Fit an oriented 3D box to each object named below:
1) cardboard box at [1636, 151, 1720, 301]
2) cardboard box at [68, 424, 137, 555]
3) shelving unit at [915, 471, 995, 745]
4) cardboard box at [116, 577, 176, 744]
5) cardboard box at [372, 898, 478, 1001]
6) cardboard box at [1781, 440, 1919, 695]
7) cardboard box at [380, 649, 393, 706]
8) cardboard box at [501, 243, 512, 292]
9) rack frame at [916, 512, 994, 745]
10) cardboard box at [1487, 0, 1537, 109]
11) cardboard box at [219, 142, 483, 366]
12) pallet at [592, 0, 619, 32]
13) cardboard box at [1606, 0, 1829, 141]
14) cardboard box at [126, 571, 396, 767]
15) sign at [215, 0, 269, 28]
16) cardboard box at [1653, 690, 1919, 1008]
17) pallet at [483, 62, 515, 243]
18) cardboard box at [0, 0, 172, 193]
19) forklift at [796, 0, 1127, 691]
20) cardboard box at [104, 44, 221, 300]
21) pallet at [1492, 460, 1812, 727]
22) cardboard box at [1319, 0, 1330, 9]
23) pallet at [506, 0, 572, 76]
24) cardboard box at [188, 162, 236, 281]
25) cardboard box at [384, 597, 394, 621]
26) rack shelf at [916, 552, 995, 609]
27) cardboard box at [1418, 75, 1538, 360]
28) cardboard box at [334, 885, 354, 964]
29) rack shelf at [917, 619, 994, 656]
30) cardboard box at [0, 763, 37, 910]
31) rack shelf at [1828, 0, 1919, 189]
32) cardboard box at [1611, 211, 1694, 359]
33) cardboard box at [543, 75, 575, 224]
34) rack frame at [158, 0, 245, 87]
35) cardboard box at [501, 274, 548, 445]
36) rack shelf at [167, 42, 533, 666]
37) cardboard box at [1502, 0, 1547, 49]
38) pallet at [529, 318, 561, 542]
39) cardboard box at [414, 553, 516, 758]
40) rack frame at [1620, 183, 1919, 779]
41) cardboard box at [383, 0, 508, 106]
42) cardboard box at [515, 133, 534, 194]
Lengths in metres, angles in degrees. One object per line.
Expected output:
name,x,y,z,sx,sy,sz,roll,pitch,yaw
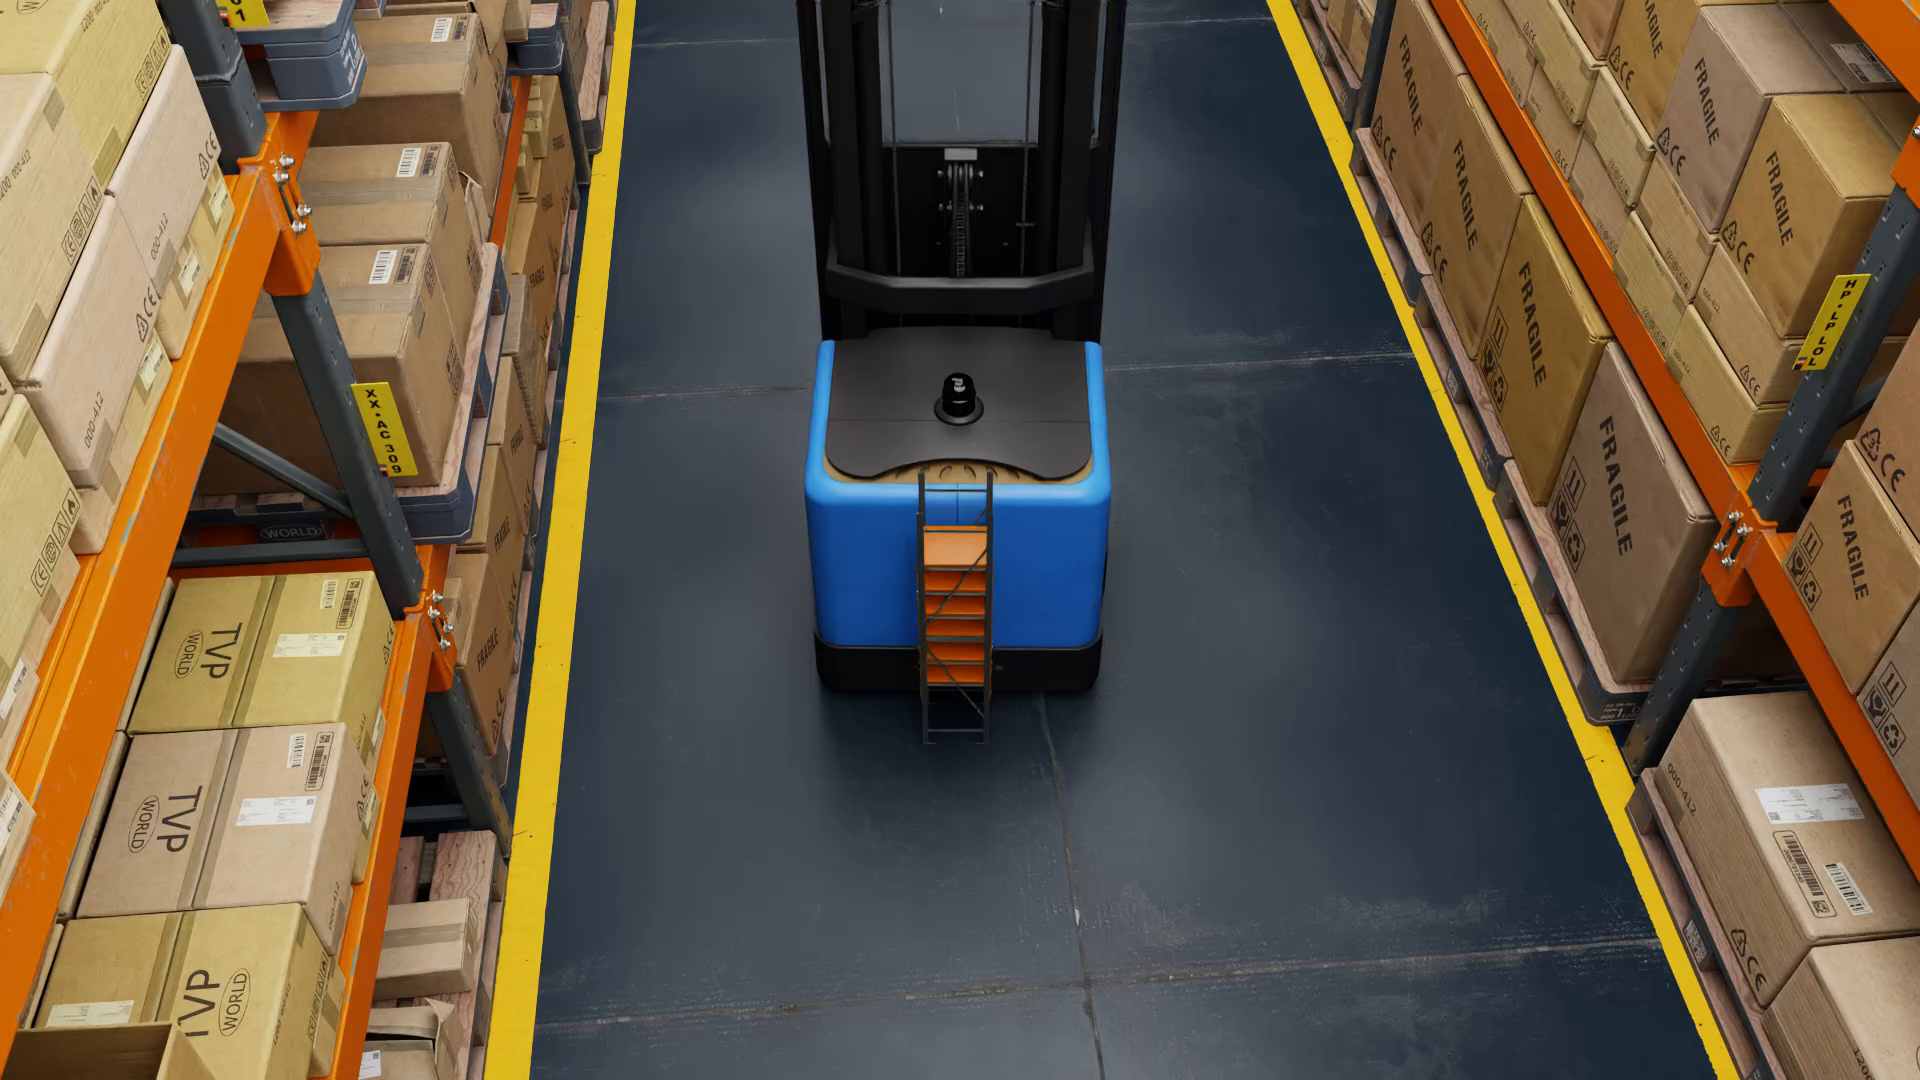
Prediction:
cardboard box,2.568,-1.040,5.428,0.500,0.250,0.500,-2,47,-2
cardboard box,-1.678,-0.103,2.888,0.380,0.149,0.250,-4,47,-3
shelving unit,-0.015,0.263,5.675,0.258,1.200,0.189,0,47,0
cardboard box,-2.277,0.374,4.228,0.500,0.250,0.500,-4,47,-4
cardboard box,-1.711,1.271,5.154,0.380,0.149,0.250,-5,47,-4
cardboard box,2.674,0.067,4.552,0.500,0.500,0.500,-2,47,-2
cardboard box,-1.771,0.352,4.524,0.380,0.149,0.250,-3,47,-3
cardboard box,-2.008,-1.049,6.663,0.380,0.149,0.250,-6,47,-5
rack frame,-0.015,0.329,5.612,0.240,1.200,0.006,0,47,0
cardboard box,2.450,-1.977,6.660,0.500,0.250,0.500,-2,47,-2
cardboard box,-1.911,-0.867,5.147,0.700,0.500,0.500,-3,47,-3
pallet,-2.514,-3.364,9.790,1.003,0.211,1.213,-3,47,-3
cardboard box,2.535,-1.682,5.520,0.500,0.500,0.500,-2,47,-2
cardboard box,-1.764,0.353,4.248,0.500,0.250,0.500,-2,47,-2
sign,-1.510,-1.198,3.396,0.100,0.325,0.005,-3,47,-3
cardboard box,2.842,0.943,5.266,0.875,0.438,0.875,-4,47,-4
pallet,-2.217,-1.371,6.115,1.003,0.211,1.213,-3,47,-3
cardboard box,-1.768,-0.853,2.980,0.500,0.250,0.500,-3,47,-3
forklift,0.007,-1.503,6.155,1.130,2.935,3.031,0,47,0
cardboard box,-1.760,-0.698,3.178,0.500,0.250,0.500,-3,47,-3
pallet,2.756,0.151,6.462,1.003,0.211,1.213,-3,47,-3
cardboard box,2.454,-3.332,9.360,0.950,0.372,0.625,-4,47,-4
pallet,-2.258,-2.292,6.987,1.213,0.211,1.003,-3,47,-3
cardboard box,-1.725,-0.653,3.409,0.380,0.149,0.250,-4,47,-4
cardboard box,-1.875,0.168,5.306,0.380,0.149,0.250,-4,47,-4
rack shelf,-0.015,0.129,5.533,0.258,0.103,0.180,0,47,0
cardboard box,2.607,-1.412,7.195,0.875,0.875,0.875,-3,47,-3
cardboard box,-1.687,0.917,3.989,0.380,0.149,0.250,-2,47,-2
rack shelf,-0.015,0.294,5.707,0.258,0.103,0.180,0,47,0
cardboard box,-1.567,0.459,2.356,0.380,0.149,0.250,-3,47,-2
rack shelf,2.729,-2.485,5.467,1.077,0.370,4.000,-3,47,-3
cardboard box,2.566,-0.880,5.621,0.500,0.250,0.500,-4,47,-4
cardboard box,-2.135,-1.836,7.855,0.500,0.500,0.500,-2,47,-2
rack frame,-2.050,-2.013,2.458,1.000,3.000,0.127,-3,47,-3
cardboard box,-1.995,-0.720,6.798,0.500,0.500,0.500,-5,47,-5
rack shelf,-2.217,-1.149,6.268,1.077,0.370,4.000,-3,47,-3
cardboard box,2.429,-2.152,6.481,0.500,0.250,0.500,-4,47,-3
pallet,-2.261,-0.462,7.042,1.003,0.211,1.213,-3,47,-3
cardboard box,-1.866,0.402,5.736,0.500,0.500,0.500,-2,47,-2
rack frame,2.896,-0.254,4.925,1.000,3.000,0.127,-3,47,-3
cardboard box,-2.064,-1.854,6.080,0.797,0.503,0.637,-4,47,-4
cardboard box,-2.059,-1.621,7.205,0.380,0.149,0.250,-5,47,-5
